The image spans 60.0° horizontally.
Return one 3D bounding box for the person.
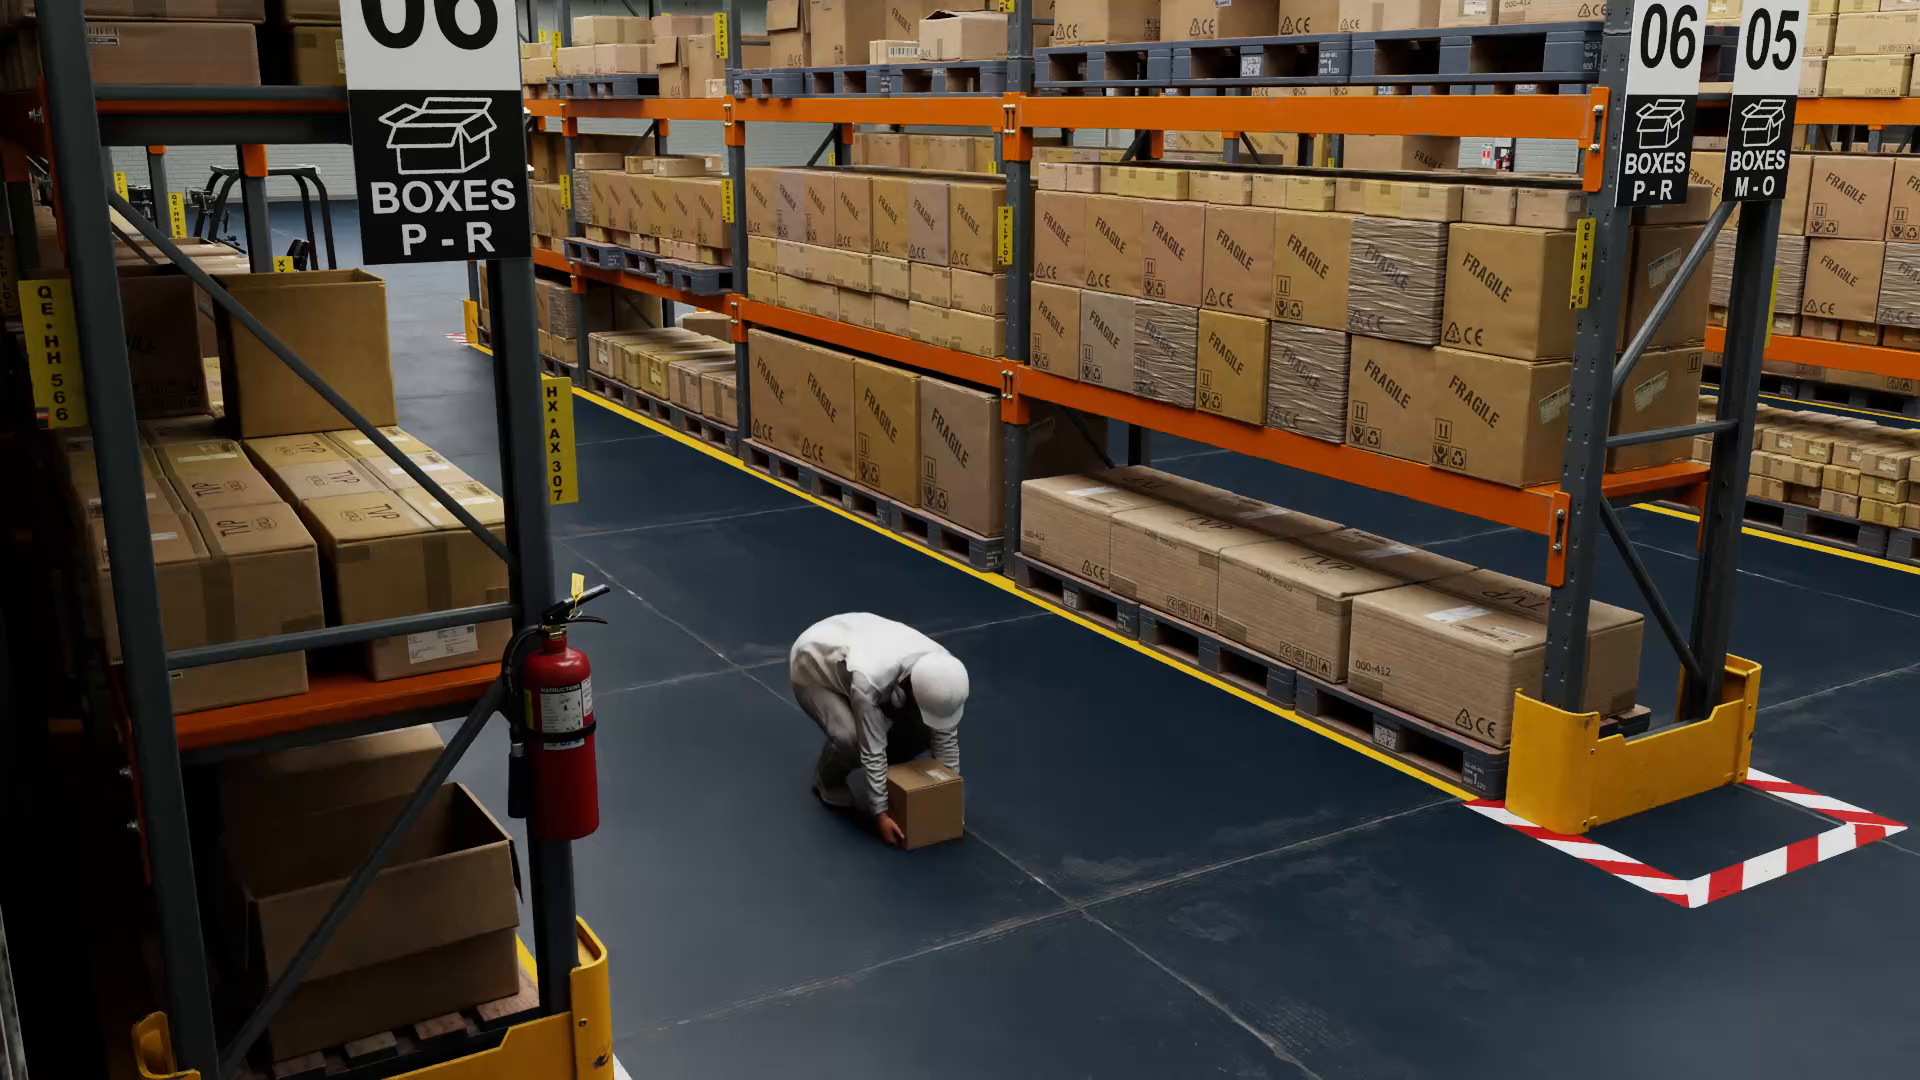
[{"bbox_3d":[-0.299,0.719,6.673,0.504,0.795,0.994,-9,17,-31],"label":"person"}]
